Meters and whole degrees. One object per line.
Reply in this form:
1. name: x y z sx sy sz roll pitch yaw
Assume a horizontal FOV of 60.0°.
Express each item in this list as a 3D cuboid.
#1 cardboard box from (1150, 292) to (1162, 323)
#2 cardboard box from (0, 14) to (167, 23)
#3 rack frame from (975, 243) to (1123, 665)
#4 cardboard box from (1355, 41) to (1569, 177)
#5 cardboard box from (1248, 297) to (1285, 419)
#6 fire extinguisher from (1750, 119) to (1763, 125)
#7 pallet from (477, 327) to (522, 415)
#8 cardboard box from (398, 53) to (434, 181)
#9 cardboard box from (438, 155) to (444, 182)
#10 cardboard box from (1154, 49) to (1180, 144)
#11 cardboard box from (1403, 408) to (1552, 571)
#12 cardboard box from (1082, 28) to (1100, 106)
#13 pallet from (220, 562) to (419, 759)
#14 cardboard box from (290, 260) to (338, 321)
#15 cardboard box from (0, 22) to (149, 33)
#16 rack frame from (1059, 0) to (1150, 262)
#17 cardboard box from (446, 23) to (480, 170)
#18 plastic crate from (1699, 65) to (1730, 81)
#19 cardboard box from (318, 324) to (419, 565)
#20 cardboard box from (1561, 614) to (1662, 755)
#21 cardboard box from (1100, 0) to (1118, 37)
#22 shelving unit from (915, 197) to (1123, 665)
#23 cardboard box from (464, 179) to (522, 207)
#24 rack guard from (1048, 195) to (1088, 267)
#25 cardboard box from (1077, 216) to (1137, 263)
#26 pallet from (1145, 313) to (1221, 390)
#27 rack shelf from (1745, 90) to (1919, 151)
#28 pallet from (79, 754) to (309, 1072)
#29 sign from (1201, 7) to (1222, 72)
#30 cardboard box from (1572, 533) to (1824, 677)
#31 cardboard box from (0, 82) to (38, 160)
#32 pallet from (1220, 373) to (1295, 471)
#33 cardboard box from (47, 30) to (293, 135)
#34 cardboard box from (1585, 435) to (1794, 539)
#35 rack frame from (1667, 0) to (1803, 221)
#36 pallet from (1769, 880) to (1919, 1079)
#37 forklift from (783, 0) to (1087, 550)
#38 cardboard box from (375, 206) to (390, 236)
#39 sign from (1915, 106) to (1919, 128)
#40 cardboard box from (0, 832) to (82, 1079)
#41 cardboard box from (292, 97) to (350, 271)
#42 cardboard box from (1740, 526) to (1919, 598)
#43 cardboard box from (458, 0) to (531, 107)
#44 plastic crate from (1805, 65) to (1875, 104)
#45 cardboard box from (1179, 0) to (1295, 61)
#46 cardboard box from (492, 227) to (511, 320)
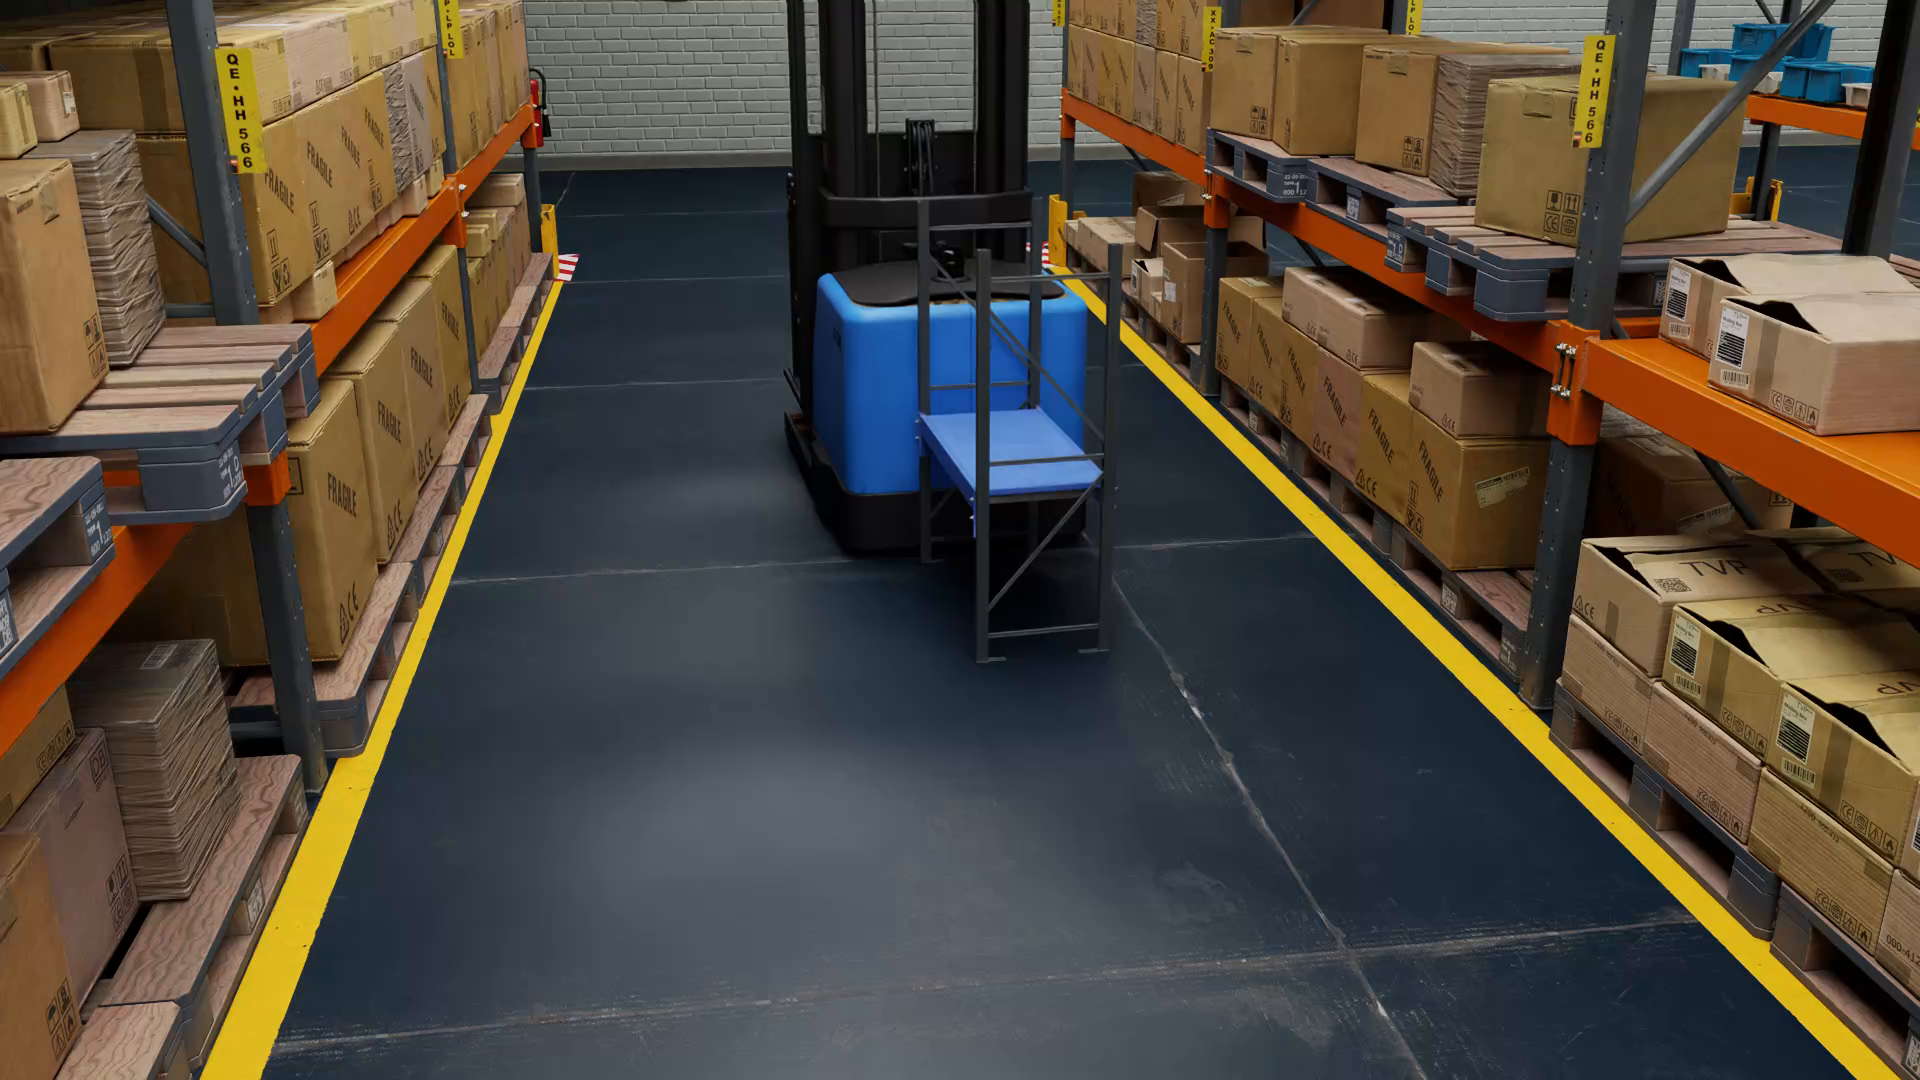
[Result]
1. cardboard box: 1.381 -1.430 10.204 0.380 0.149 0.250 -3 21 -8
2. cardboard box: -2.932 -1.662 5.710 0.500 0.250 0.500 -3 21 -9
3. rack frame: 0.301 -0.276 5.811 0.500 1.500 0.032 -4 21 -12
4. cardboard box: 2.173 -1.885 7.232 0.700 0.500 0.500 -8 22 -21
5. cardboard box: 1.774 -0.921 8.339 0.500 0.500 0.500 -3 21 -7
6. fire extinguisher: 6.611 -3.748 13.606 0.296 0.674 0.183 -3 21 -8
7. pallet: -3.077 -0.960 9.484 1.003 0.211 1.213 -3 21 -8
8. cardboard box: -2.645 -1.871 7.342 0.500 0.500 0.500 -3 21 -7
9. cardboard box: -2.715 -1.788 8.046 0.380 0.149 0.250 -3 21 -7
10. cardboard box: 1.455 -2.635 9.842 0.500 0.500 0.500 -2 21 -6
11. cardboard box: 2.067 -0.212 6.440 0.500 0.500 0.500 -2 21 -6
12. cardboard box: 1.163 -3.336 11.719 0.500 0.500 0.500 -3 21 -8
13. pallet: -2.507 0.416 5.801 1.003 0.211 1.213 -3 21 -8
14. cardboard box: -2.268 -0.815 5.442 0.380 0.149 0.250 -2 21 -6
15. cardboard box: -2.861 -1.484 5.234 0.500 0.250 0.500 -4 21 -10
16. rack frame: 1.280 -3.635 12.661 1.000 3.000 0.127 -3 21 -8
17. cardboard box: -3.106 -2.328 8.733 0.980 0.700 0.700 -3 21 -7
18. plastic crate: 5.857 -3.571 12.780 0.250 0.136 0.298 -3 21 -8
19. cardboard box: -2.564 -0.368 6.387 0.750 0.750 0.750 -3 21 -8
20. cardboard box: 2.219 0.423 5.127 0.500 0.250 0.500 -3 21 -8
21. cardboard box: 1.234 -3.629 11.073 0.500 0.500 0.500 -3 21 -7
22. shelving unit: 0.190 -0.449 6.276 0.538 1.500 1.048 -4 21 -12
23. cardboard box: -3.185 -2.352 11.272 0.380 0.149 0.250 -2 21 -6
24. rack guard: 1.291 -2.437 13.028 1.175 0.500 0.348 -3 21 -8
25. cardboard box: 1.150 -2.177 12.059 0.500 0.250 0.500 -3 21 -8
26. pallet: 1.759 -1.181 10.078 1.003 0.211 1.213 -3 21 -8
27. rack shelf: 6.471 -2.854 11.598 1.077 0.370 4.000 -3 21 -8
28. pallet: -2.357 0.963 4.336 1.003 0.211 1.213 -3 21 -8
29. sign: 1.321 -2.625 8.721 0.100 0.325 0.005 -3 21 -8
30. cardboard box: 2.219 0.160 5.029 0.500 0.311 0.500 -2 21 -6
31. cardboard box: -2.327 -0.942 3.752 0.380 0.149 0.250 -6 21 -17
32. pallet: 2.012 -0.664 8.692 1.003 0.211 1.213 -3 21 -8
33. cardboard box: -2.282 -1.341 4.851 0.500 0.250 0.500 -2 21 -6
34. cardboard box: 2.651 -0.072 6.066 0.500 0.500 0.500 -2 21 -5
35. rack frame: 6.183 -3.883 13.326 1.000 3.000 0.127 -3 21 -8
36. pallet: 2.686 1.150 3.836 1.003 0.211 1.213 -3 21 -8
37. forklift: -0.281 -1.814 7.885 1.130 2.935 3.031 -4 21 -12
38. cardboard box: -2.576 -1.346 6.862 0.380 0.149 0.250 -3 21 -9
39. sign: 2.982 -1.436 5.120 0.100 0.325 0.005 -3 21 -8
40. cardboard box: -2.254 0.953 3.322 0.700 0.500 0.500 -3 21 -8
41. cardboard box: -2.351 -1.172 5.471 0.500 0.500 0.500 -2 21 -6
42. cardboard box: 2.753 0.133 5.102 0.500 0.311 0.500 -2 21 -6
43. cardboard box: -3.538 -3.348 11.465 0.980 0.700 0.700 -2 21 -5
44. plastic crate: 6.125 -3.171 11.573 0.416 0.233 0.300 -3 21 -8
45. cardboard box: 1.528 -2.927 9.194 0.500 0.500 0.500 -3 21 -7
46. cardboard box: -3.192 -1.640 10.294 0.700 0.500 0.500 -2 21 -6
